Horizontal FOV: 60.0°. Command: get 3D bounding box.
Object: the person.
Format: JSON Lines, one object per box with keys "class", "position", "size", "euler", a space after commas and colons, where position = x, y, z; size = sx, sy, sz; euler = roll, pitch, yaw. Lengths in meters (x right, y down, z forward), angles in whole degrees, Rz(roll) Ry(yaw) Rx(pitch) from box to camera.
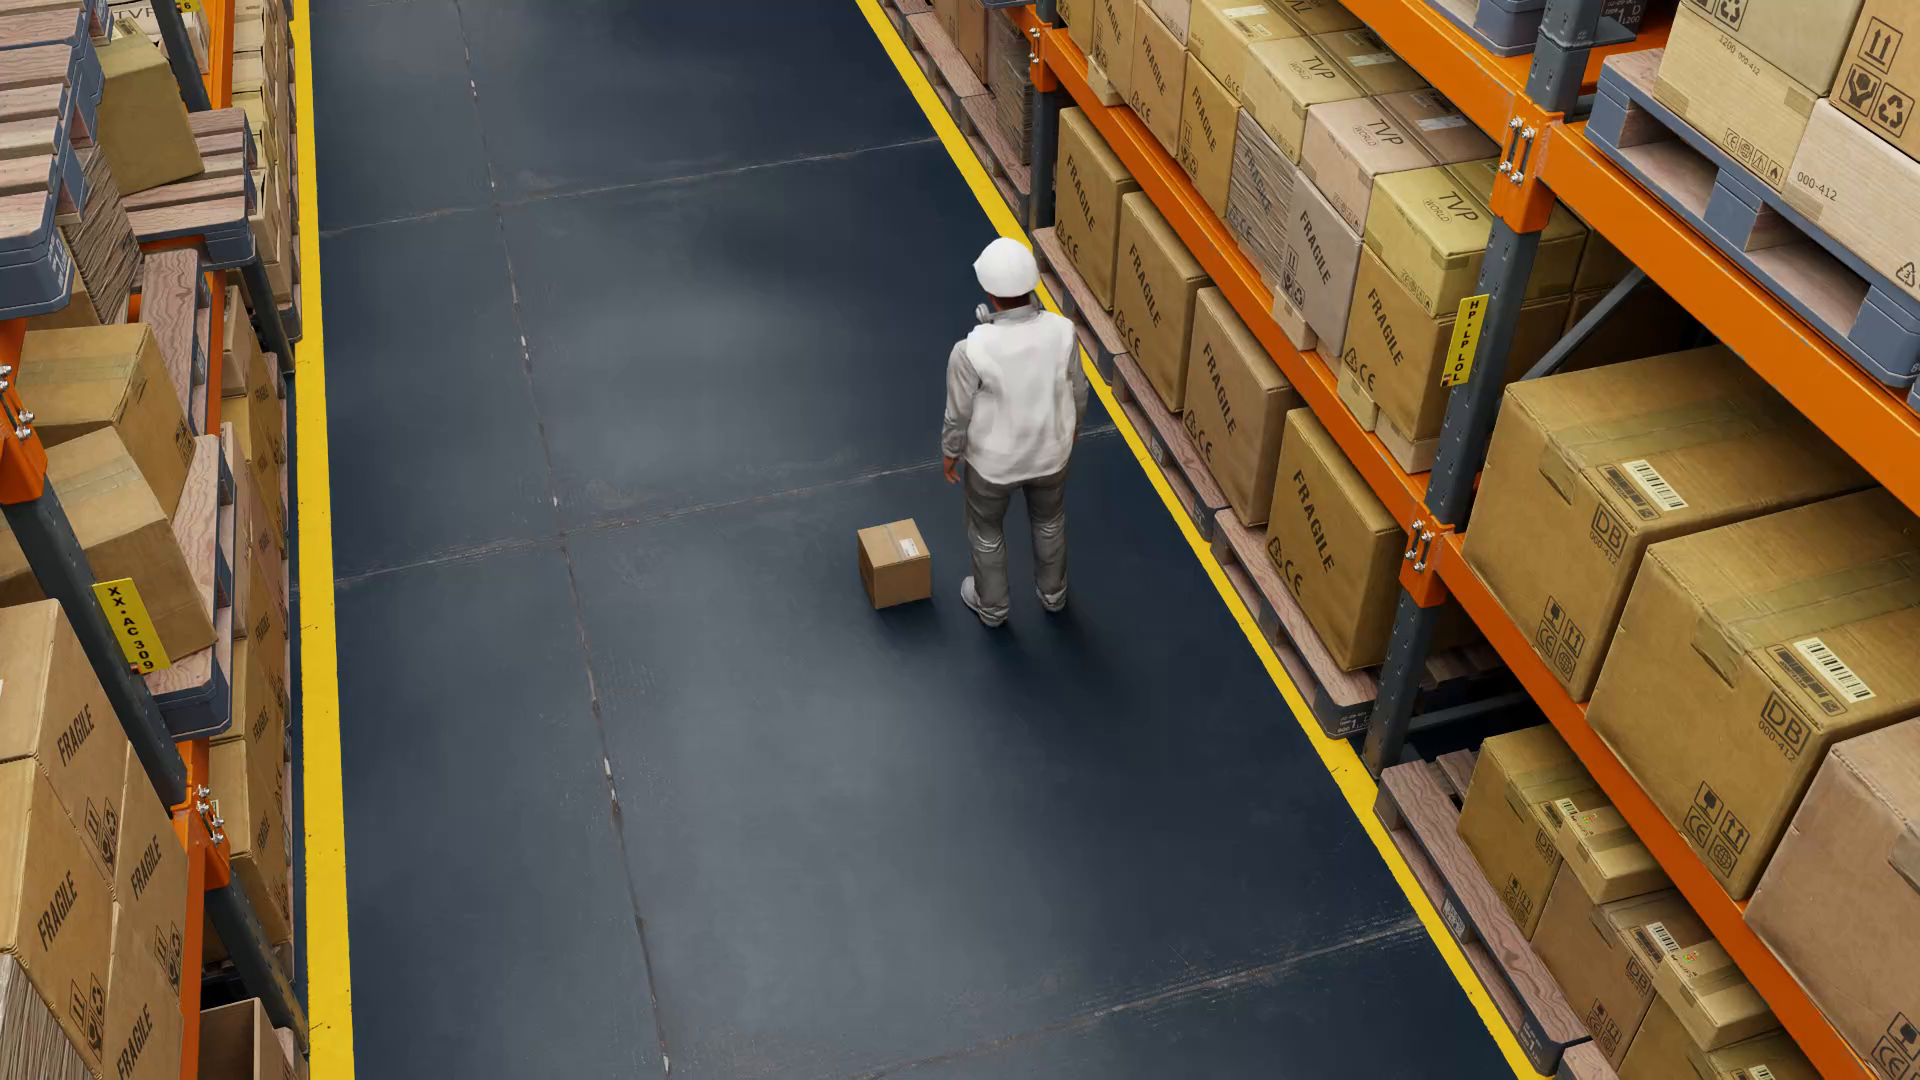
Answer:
{"class": "person", "position": [0.212, -0.380, 6.565], "size": [0.589, 1.769, 0.462], "euler": [-12, 43, -13]}
